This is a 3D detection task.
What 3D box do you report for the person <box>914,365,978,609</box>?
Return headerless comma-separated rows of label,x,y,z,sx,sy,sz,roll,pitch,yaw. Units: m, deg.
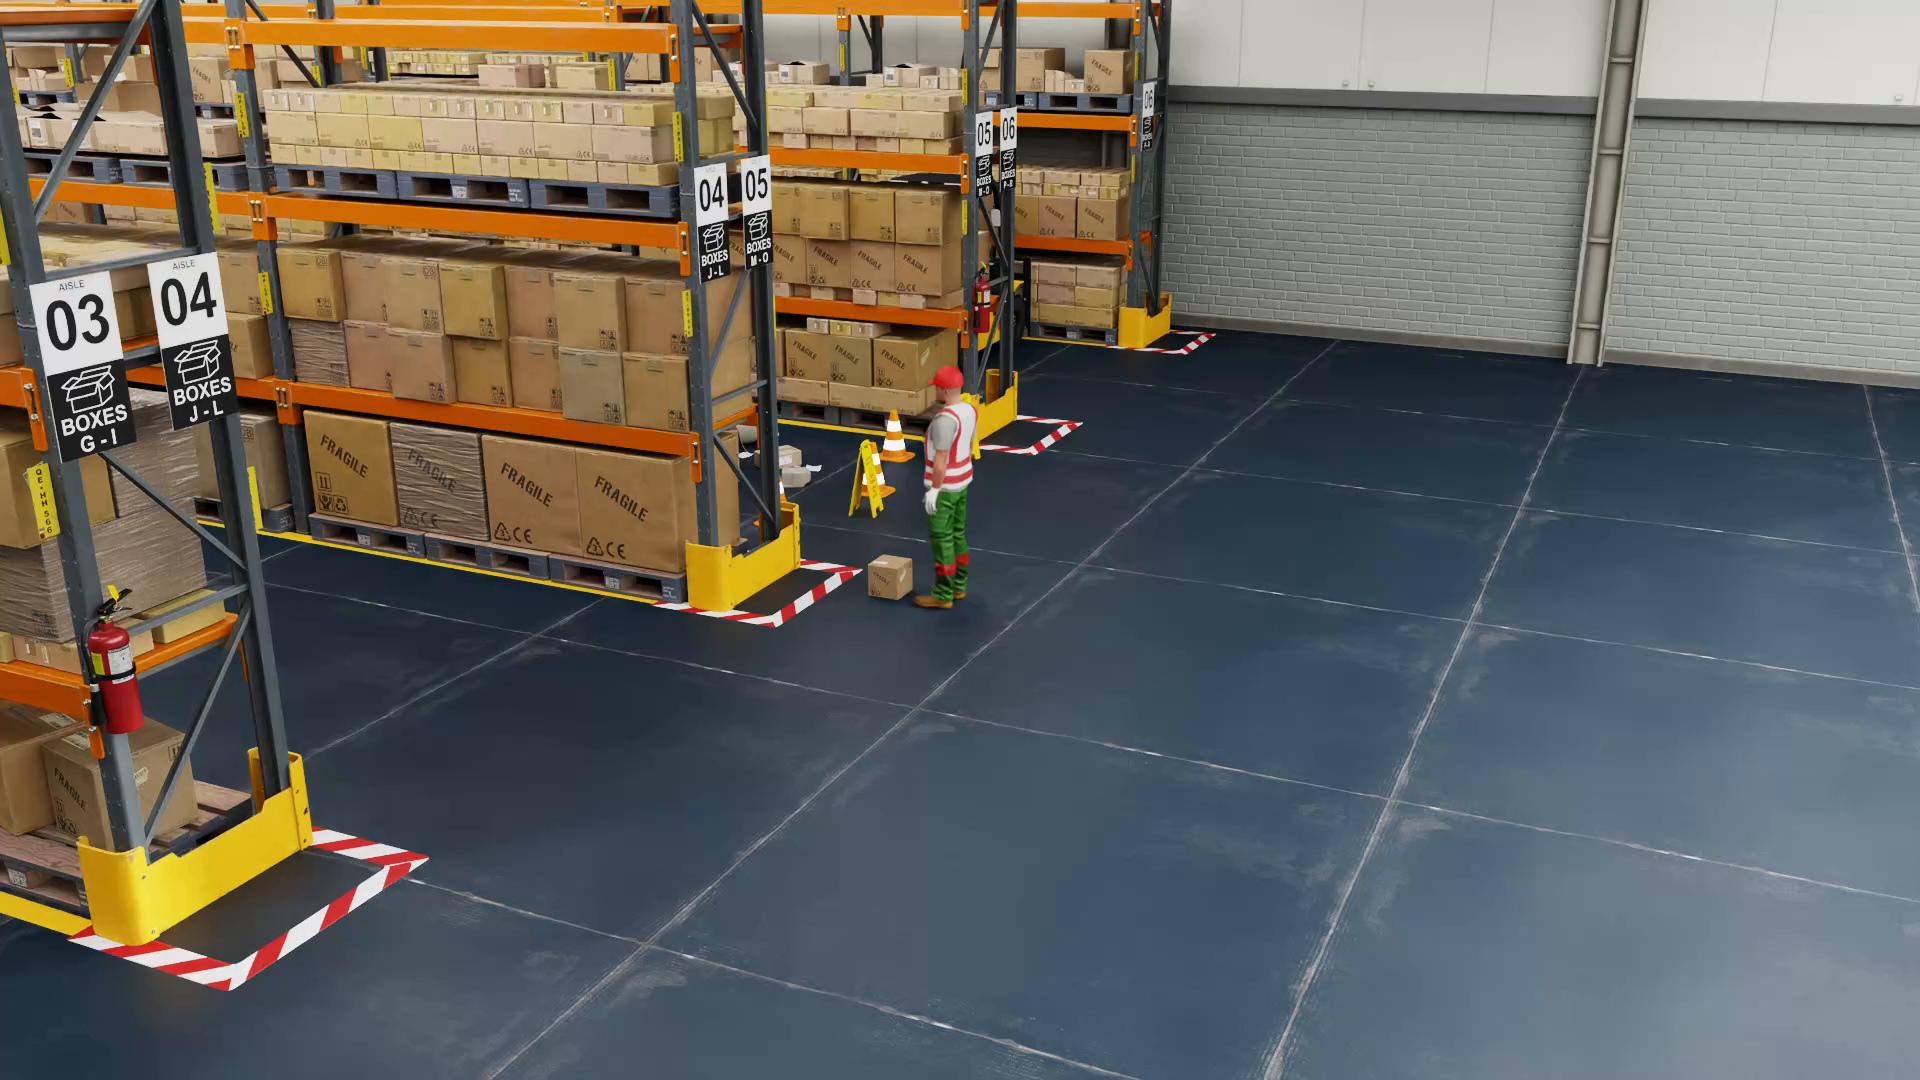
person,-0.110,-0.393,12.140,0.386,1.792,0.544,9,21,24
